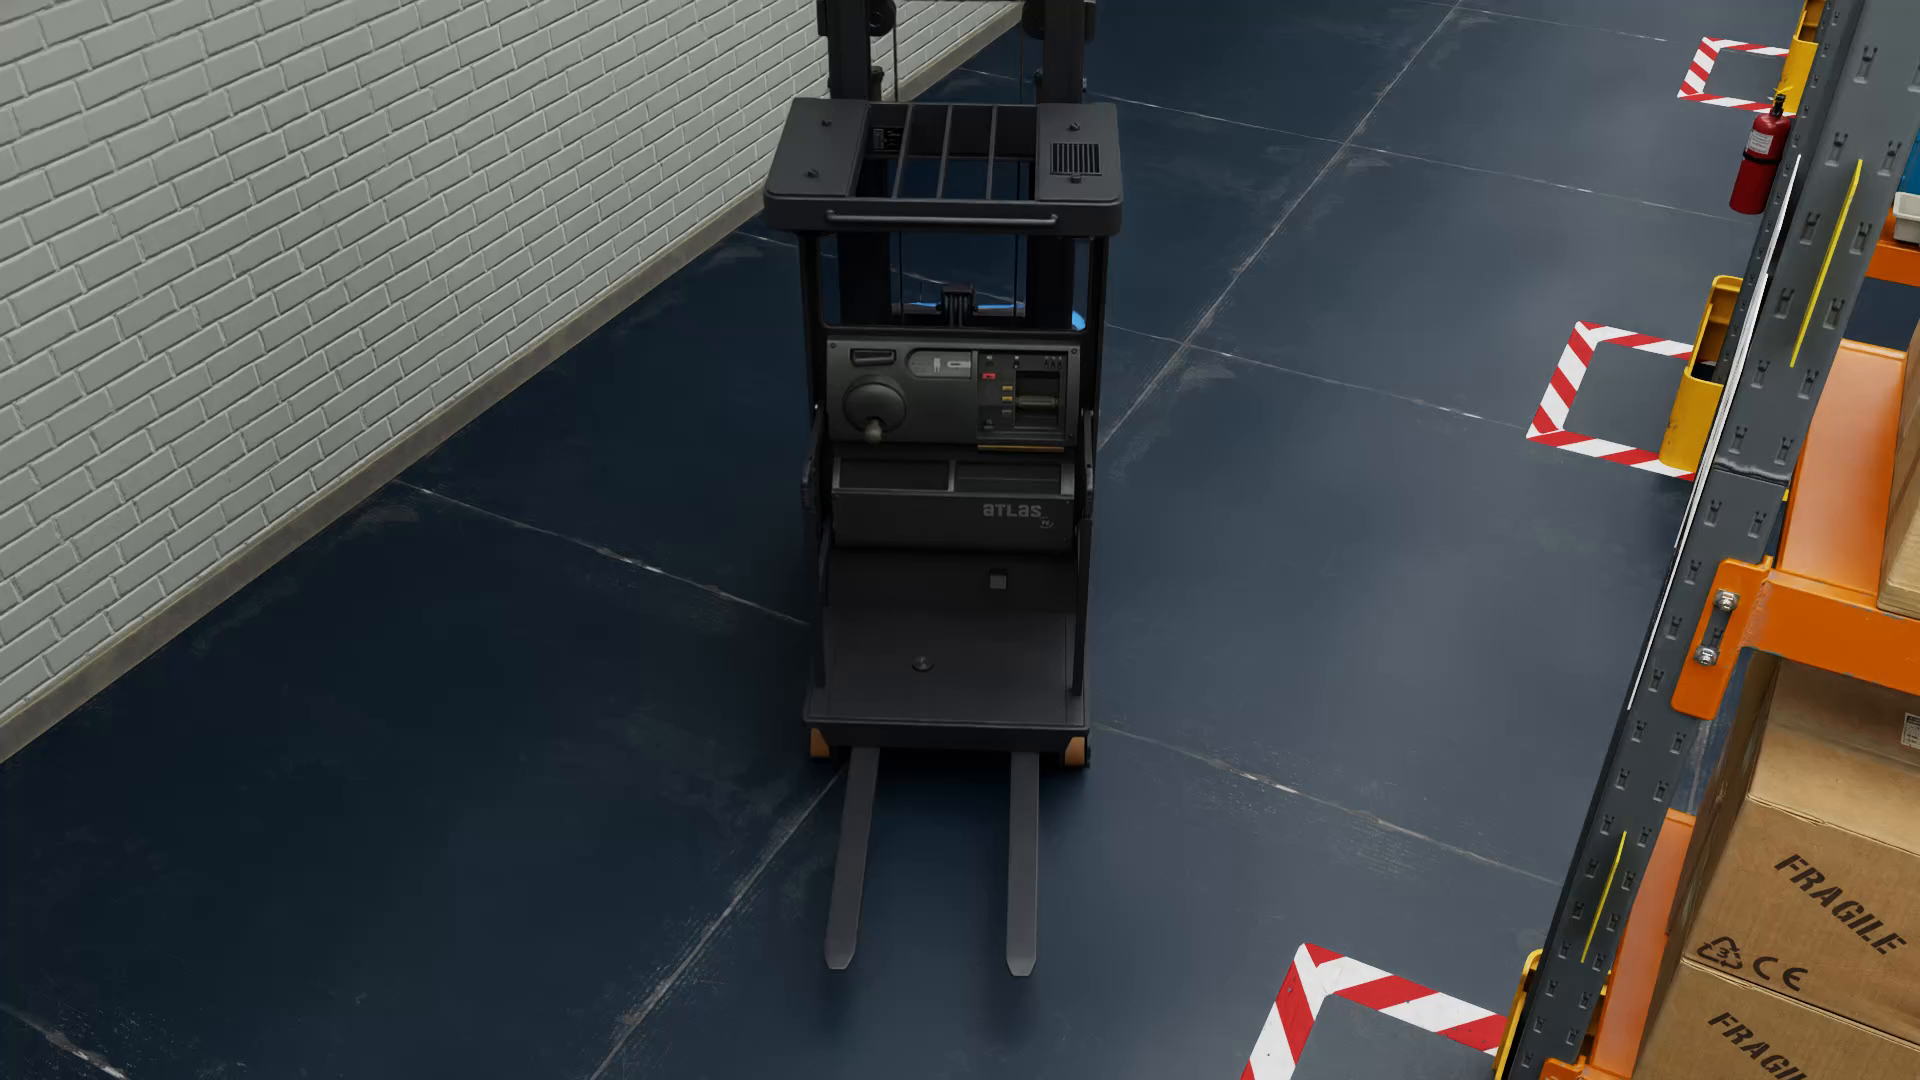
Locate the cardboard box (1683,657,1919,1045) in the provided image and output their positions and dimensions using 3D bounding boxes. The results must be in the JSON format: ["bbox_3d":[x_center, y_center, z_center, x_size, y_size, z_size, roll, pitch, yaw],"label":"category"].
[{"bbox_3d":[1.895,0.643,3.512,0.500,0.500,0.500,19,41,23],"label":"cardboard box"}]

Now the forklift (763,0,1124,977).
[{"bbox_3d":[-0.033,-0.474,5.950,1.130,2.935,3.031,2,37,2],"label":"forklift"}]

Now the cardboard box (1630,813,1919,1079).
[{"bbox_3d":[1.895,1.041,3.814,0.500,0.500,0.500,18,41,22],"label":"cardboard box"}]

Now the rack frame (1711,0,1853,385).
[{"bbox_3d":[3.904,-1.842,7.696,0.127,3.000,1.000,17,41,21],"label":"rack frame"}]

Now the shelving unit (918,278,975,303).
[{"bbox_3d":[-0.058,-0.715,7.824,0.252,1.050,0.215,1,37,1],"label":"shelving unit"}]

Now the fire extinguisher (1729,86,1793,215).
[{"bbox_3d":[3.979,-1.949,8.209,0.183,0.674,0.296,17,41,21],"label":"fire extinguisher"}]

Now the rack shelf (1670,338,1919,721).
[{"bbox_3d":[3.398,0.464,2.772,4.000,0.370,1.077,17,41,21],"label":"rack shelf"}]

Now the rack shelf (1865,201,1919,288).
[{"bbox_3d":[5.680,-0.999,7.181,4.000,0.370,1.077,17,41,21],"label":"rack shelf"}]

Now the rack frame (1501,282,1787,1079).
[{"bbox_3d":[1.622,0.816,4.194,0.127,3.000,1.000,17,41,21],"label":"rack frame"}]

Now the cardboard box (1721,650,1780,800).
[{"bbox_3d":[2.144,0.354,3.893,0.500,0.500,0.500,17,40,21],"label":"cardboard box"}]

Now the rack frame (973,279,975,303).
[{"bbox_3d":[0.064,-0.713,7.821,0.008,1.050,0.200,1,37,1],"label":"rack frame"}]

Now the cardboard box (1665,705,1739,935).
[{"bbox_3d":[2.145,0.755,4.192,0.500,0.500,0.500,19,41,23],"label":"cardboard box"}]

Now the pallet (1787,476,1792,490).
[{"bbox_3d":[4.618,-0.481,8.209,1.213,0.211,1.003,17,41,21],"label":"pallet"}]

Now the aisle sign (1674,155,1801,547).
[{"bbox_3d":[1.703,-0.403,3.649,0.004,0.787,0.394,17,41,21],"label":"aisle sign"}]

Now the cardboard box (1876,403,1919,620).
[{"bbox_3d":[1.962,-0.039,2.964,0.500,0.250,0.500,17,41,21],"label":"cardboard box"}]

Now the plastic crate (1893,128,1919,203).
[{"bbox_3d":[4.287,-1.887,7.676,0.499,0.435,0.616,17,41,21],"label":"plastic crate"}]

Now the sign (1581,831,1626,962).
[{"bbox_3d":[1.373,0.763,3.548,0.005,0.325,0.100,17,41,21],"label":"sign"}]

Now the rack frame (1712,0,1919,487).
[{"bbox_3d":[1.622,-1.573,2.380,0.127,3.000,1.000,17,41,21],"label":"rack frame"}]

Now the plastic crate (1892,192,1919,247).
[{"bbox_3d":[4.218,-1.382,7.258,0.298,0.136,0.250,17,41,21],"label":"plastic crate"}]

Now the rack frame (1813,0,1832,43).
[{"bbox_3d":[6.181,-4.501,11.199,0.127,3.000,1.000,17,41,21],"label":"rack frame"}]

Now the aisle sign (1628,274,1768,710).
[{"bbox_3d":[1.427,-0.081,3.225,0.004,0.787,0.394,17,41,21],"label":"aisle sign"}]

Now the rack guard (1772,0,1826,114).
[{"bbox_3d":[6.160,-3.512,11.964,0.348,0.500,1.175,17,41,21],"label":"rack guard"}]

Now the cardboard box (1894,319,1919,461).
[{"bbox_3d":[2.200,-0.317,3.330,0.500,0.250,0.500,17,41,21],"label":"cardboard box"}]

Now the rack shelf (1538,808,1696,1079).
[{"bbox_3d":[3.398,1.659,3.679,4.000,0.370,1.077,17,41,21],"label":"rack shelf"}]

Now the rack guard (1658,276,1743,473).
[{"bbox_3d":[3.876,-0.846,8.451,0.348,0.500,1.175,17,41,21],"label":"rack guard"}]

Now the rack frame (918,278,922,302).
[{"bbox_3d":[-0.180,-0.717,7.827,0.008,1.050,0.200,1,37,1],"label":"rack frame"}]

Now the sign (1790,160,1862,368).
[{"bbox_3d":[1.373,-0.435,2.639,0.005,0.325,0.100,17,41,21],"label":"sign"}]

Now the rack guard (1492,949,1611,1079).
[{"bbox_3d":[1.690,1.833,4.922,0.348,0.500,1.175,17,41,21],"label":"rack guard"}]
